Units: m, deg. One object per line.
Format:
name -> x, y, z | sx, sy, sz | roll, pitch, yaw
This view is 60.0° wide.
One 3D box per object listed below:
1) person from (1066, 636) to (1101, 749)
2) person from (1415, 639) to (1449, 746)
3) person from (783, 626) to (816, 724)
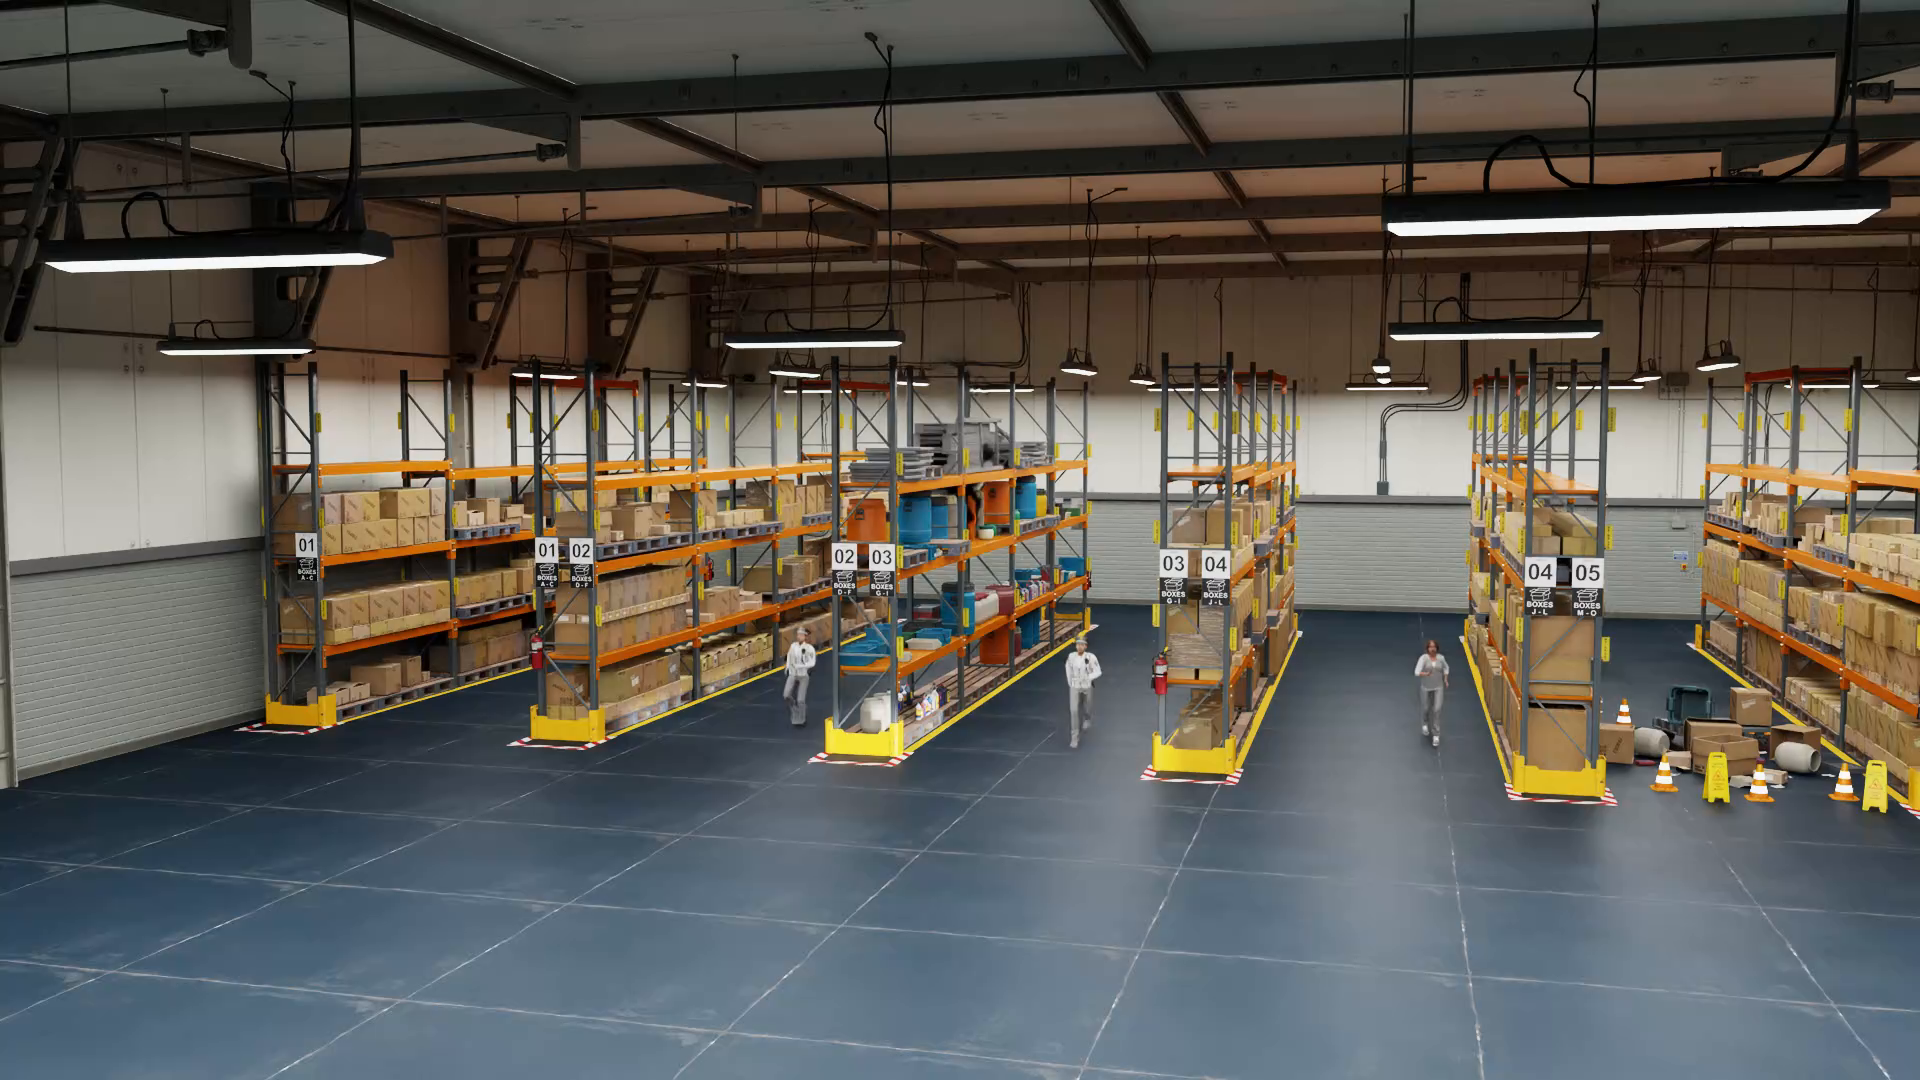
person -> 1.928, 2.335, 26.046 | 0.581, 1.714, 1.088 | 1, 4, 8
person -> 7.385, 2.358, 26.022 | 0.533, 1.582, 0.878 | 1, 4, 12
person -> -2.657, 2.240, 27.411 | 0.602, 1.642, 0.571 | 1, 4, 17
